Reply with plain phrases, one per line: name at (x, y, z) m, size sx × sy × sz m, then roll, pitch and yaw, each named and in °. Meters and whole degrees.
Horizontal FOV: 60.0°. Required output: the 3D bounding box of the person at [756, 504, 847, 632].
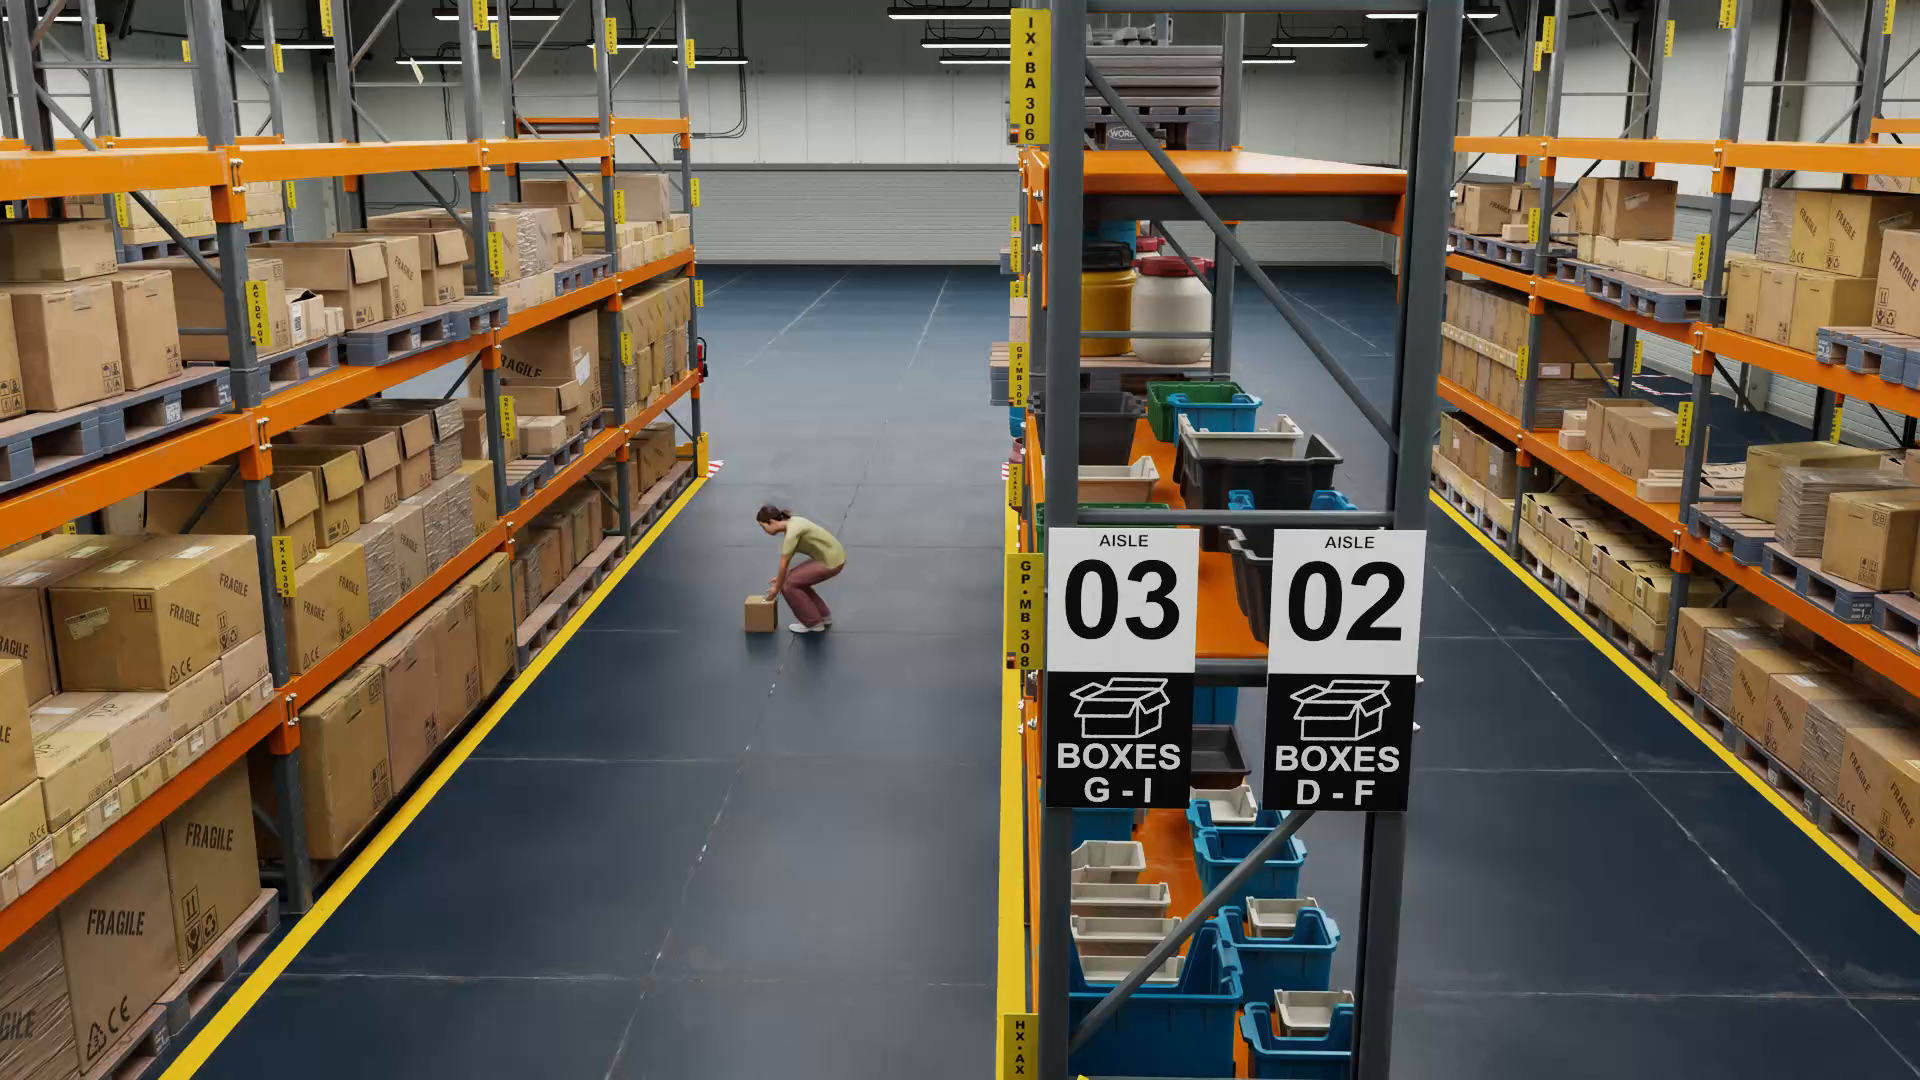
person at (-1.353, 0.233, 14.259) m, size 0.757 × 1.103 × 0.502 m, roll 0°, pitch 14°, yaw 1°
